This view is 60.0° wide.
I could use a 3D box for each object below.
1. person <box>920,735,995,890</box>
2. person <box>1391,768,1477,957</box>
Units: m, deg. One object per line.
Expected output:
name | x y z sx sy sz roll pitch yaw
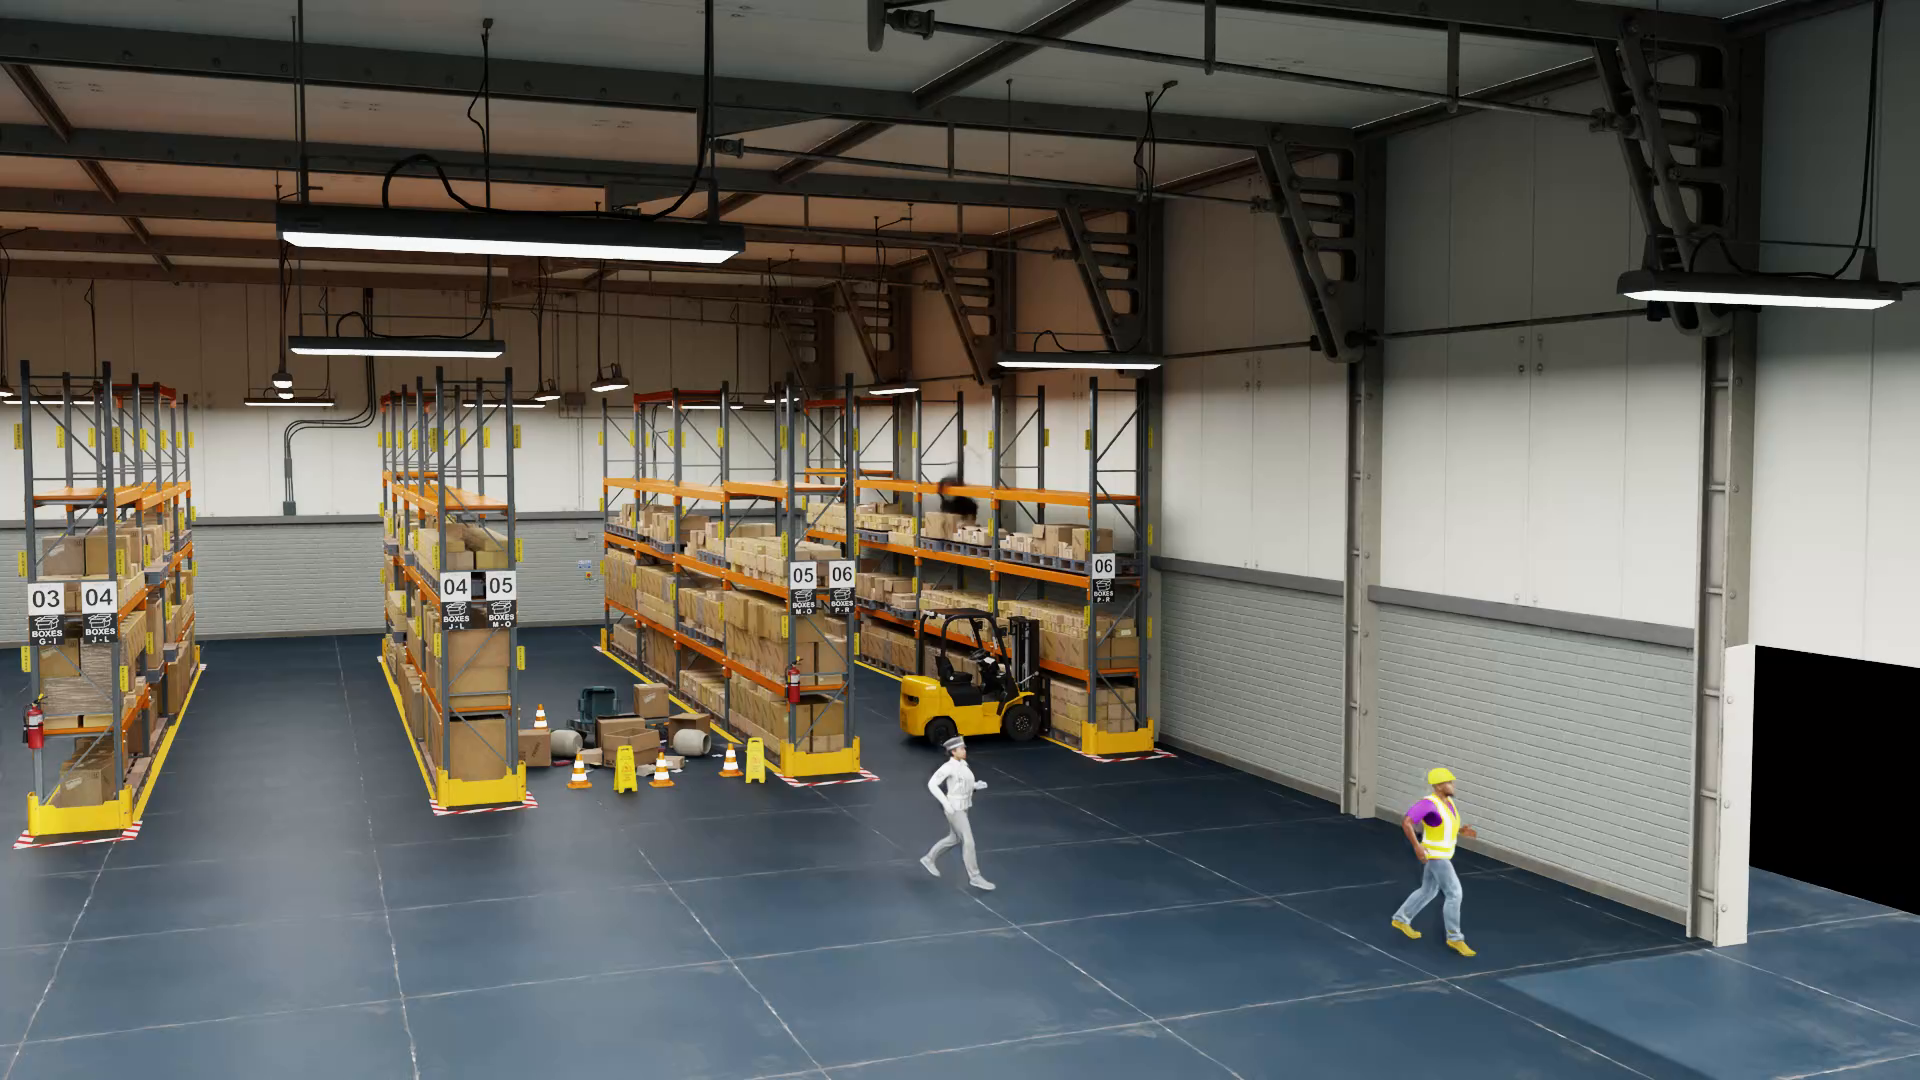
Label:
person | -0.025 3.014 18.568 0.920 1.683 0.608 1 4 21
person | 4.685 3.132 16.382 0.848 1.807 0.685 2 4 26
